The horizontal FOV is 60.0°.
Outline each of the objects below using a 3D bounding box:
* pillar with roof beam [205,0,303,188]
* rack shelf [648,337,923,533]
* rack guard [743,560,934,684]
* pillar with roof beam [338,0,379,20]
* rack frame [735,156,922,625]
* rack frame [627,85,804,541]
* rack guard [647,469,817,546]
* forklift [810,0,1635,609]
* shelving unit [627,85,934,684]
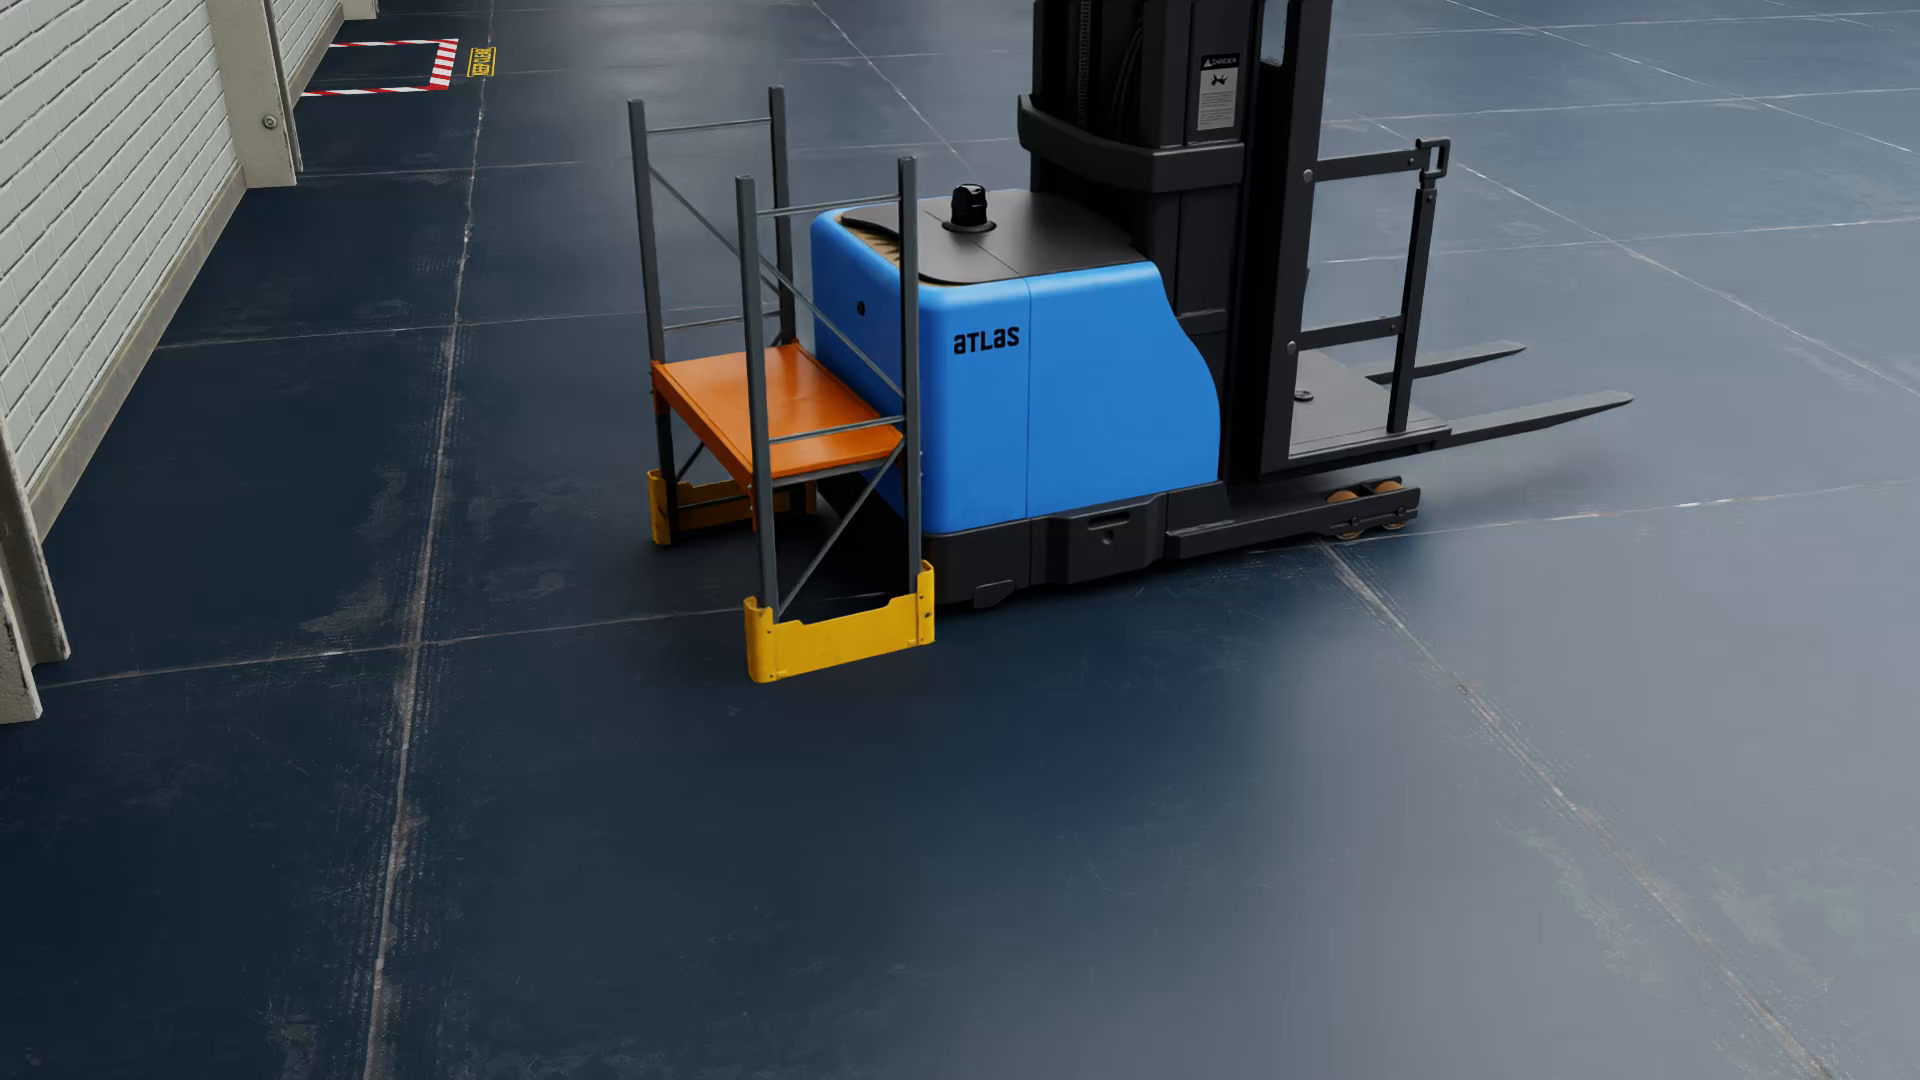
[{"bbox_3d":[0.020,-6.648,8.935,9.100,9.000,0.400,-6,27,-12],"label":"pillar with roof beam"},{"bbox_3d":[-0.567,-0.354,5.186,0.538,0.185,1.000,-12,29,-23],"label":"rack shelf"},{"bbox_3d":[-0.355,0.242,4.993,0.587,0.250,0.087,-12,29,-23],"label":"rack guard"},{"bbox_3d":[-1.332,-9.282,14.154,9.100,9.000,0.400,-6,27,-12],"label":"pillar with roof beam"},{"bbox_3d":[-0.347,-0.308,4.696,0.500,1.500,0.032,-12,29,-23],"label":"rack frame"},{"bbox_3d":[-0.788,-0.721,5.514,0.500,1.500,0.032,-12,29,-23],"label":"rack frame"},{"bbox_3d":[-0.787,-0.162,5.794,0.587,0.250,0.087,-12,29,-23],"label":"rack guard"},{"bbox_3d":[1.051,-1.515,5.499,3.031,2.935,1.130,-11,29,-21],"label":"forklift"},{"bbox_3d":[-0.571,-0.518,5.112,0.587,1.500,1.083,-12,29,-23],"label":"shelving unit"}]
